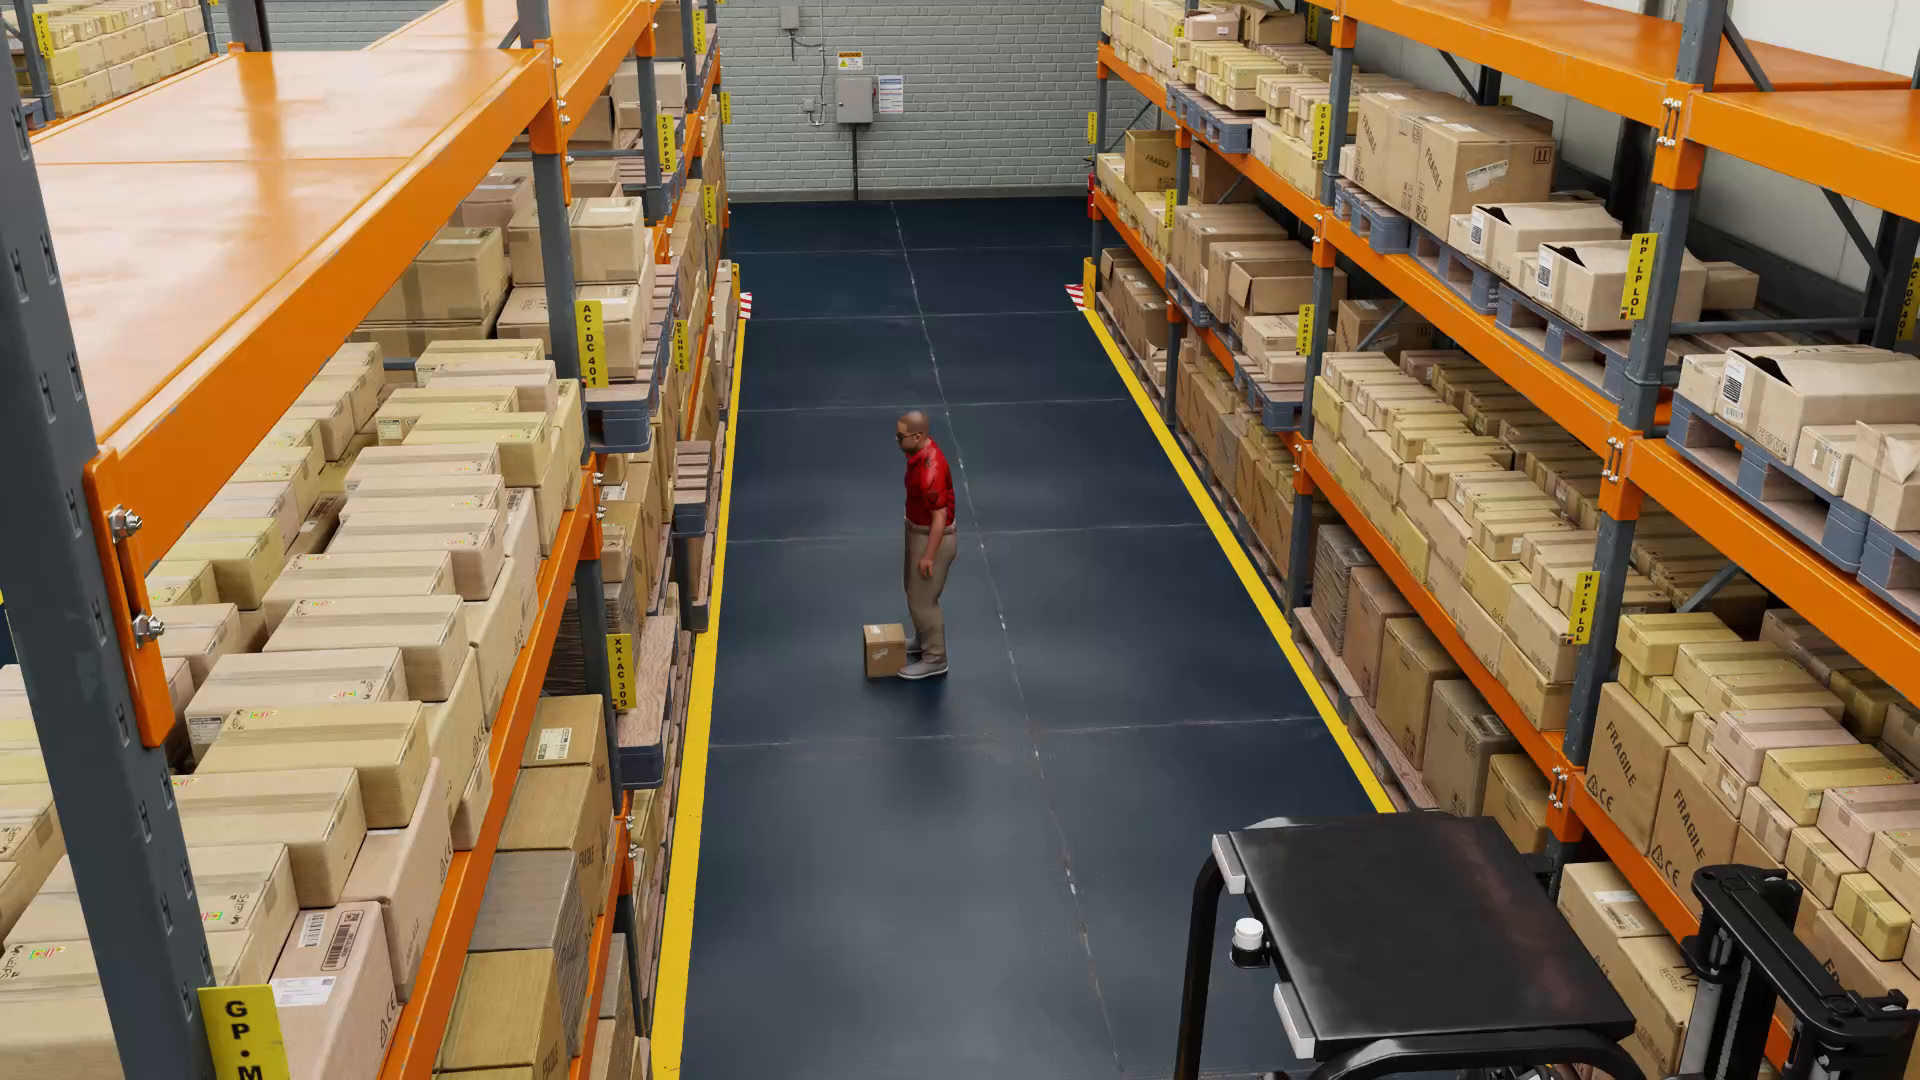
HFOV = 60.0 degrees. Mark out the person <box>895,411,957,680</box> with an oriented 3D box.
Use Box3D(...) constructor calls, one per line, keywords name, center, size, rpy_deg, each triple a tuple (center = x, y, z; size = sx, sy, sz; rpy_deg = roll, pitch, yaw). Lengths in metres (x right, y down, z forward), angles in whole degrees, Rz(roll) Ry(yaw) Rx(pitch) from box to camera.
Box3D(name="person", center=(-0.224, 0.011, 10.319), size=(0.393, 1.726, 0.599), rpy_deg=(-4, 24, -8))
